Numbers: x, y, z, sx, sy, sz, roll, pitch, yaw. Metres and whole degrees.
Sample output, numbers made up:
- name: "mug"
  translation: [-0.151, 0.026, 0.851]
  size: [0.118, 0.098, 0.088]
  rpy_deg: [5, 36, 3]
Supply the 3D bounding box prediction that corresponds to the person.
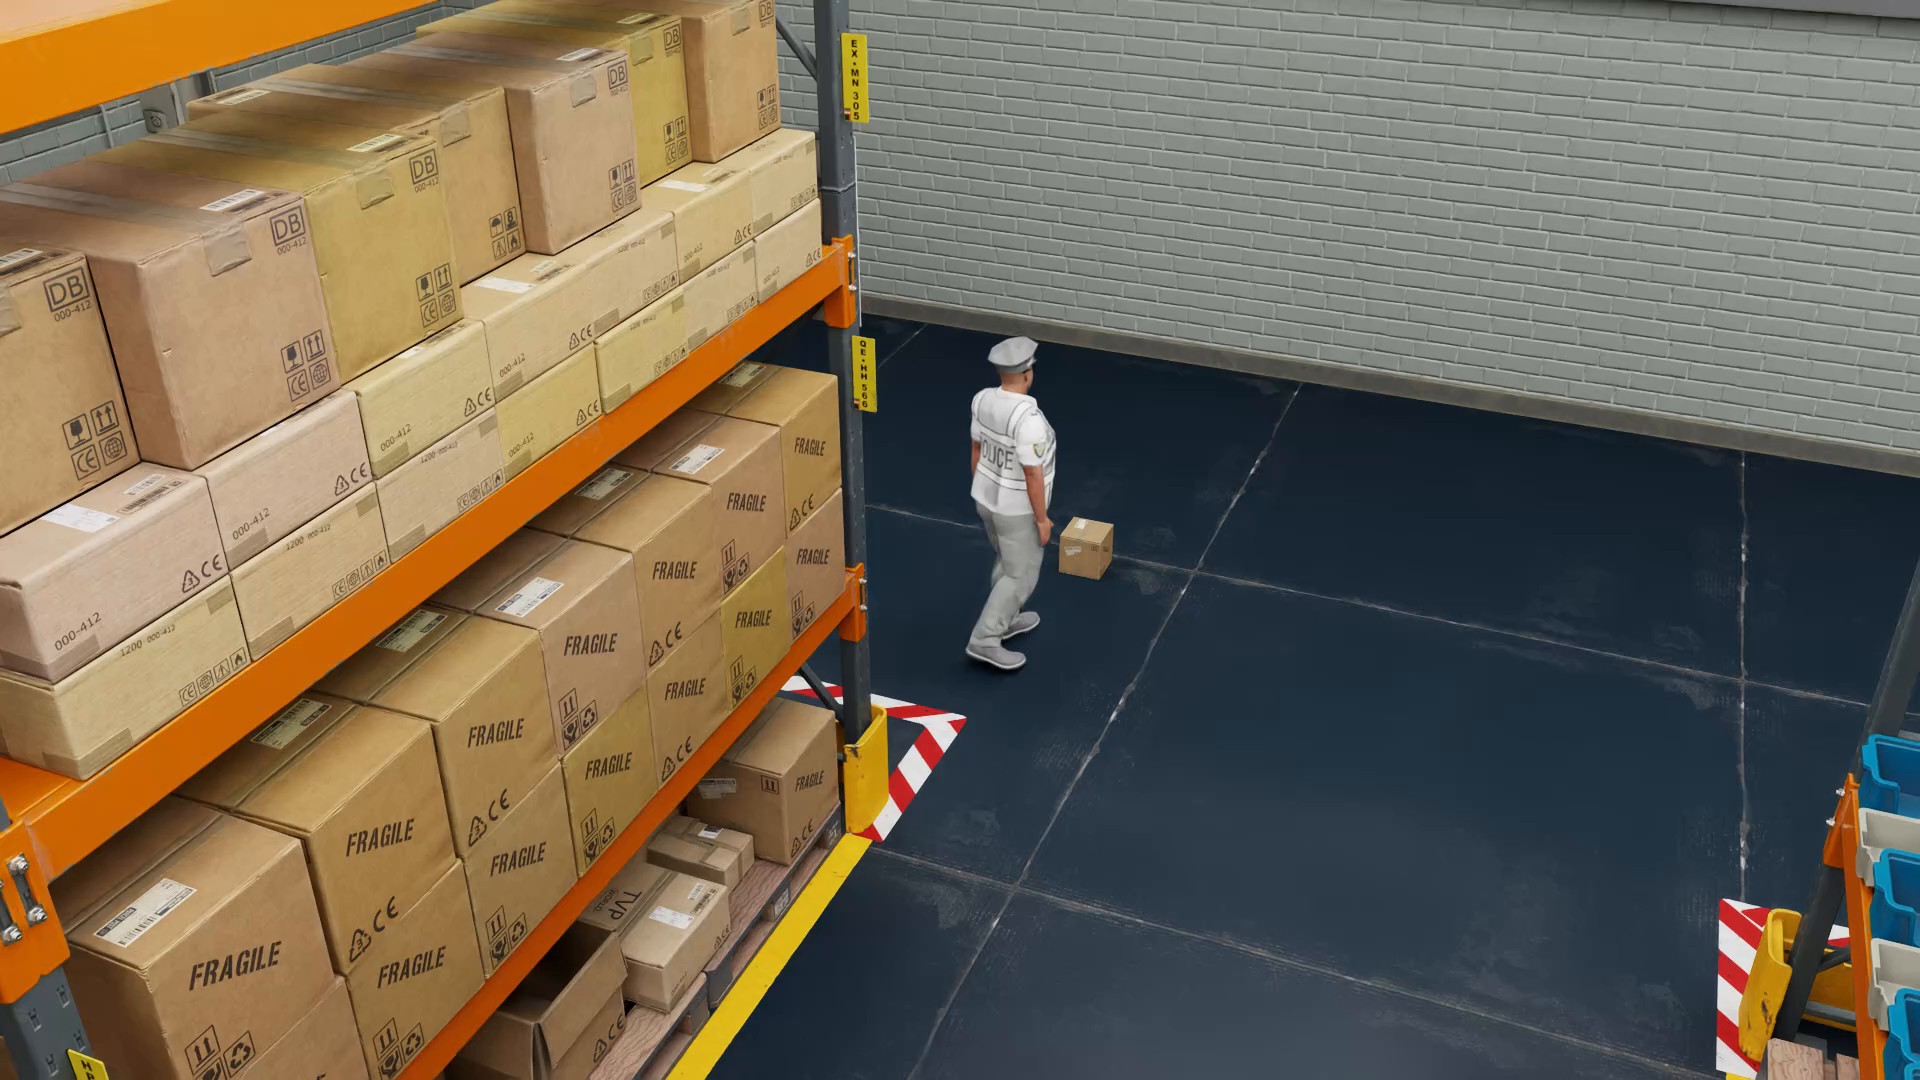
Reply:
- name: "person"
  translation: [0.244, -0.193, 8.720]
  size: [0.591, 1.756, 0.565]
  rpy_deg: [-17, 34, -28]
